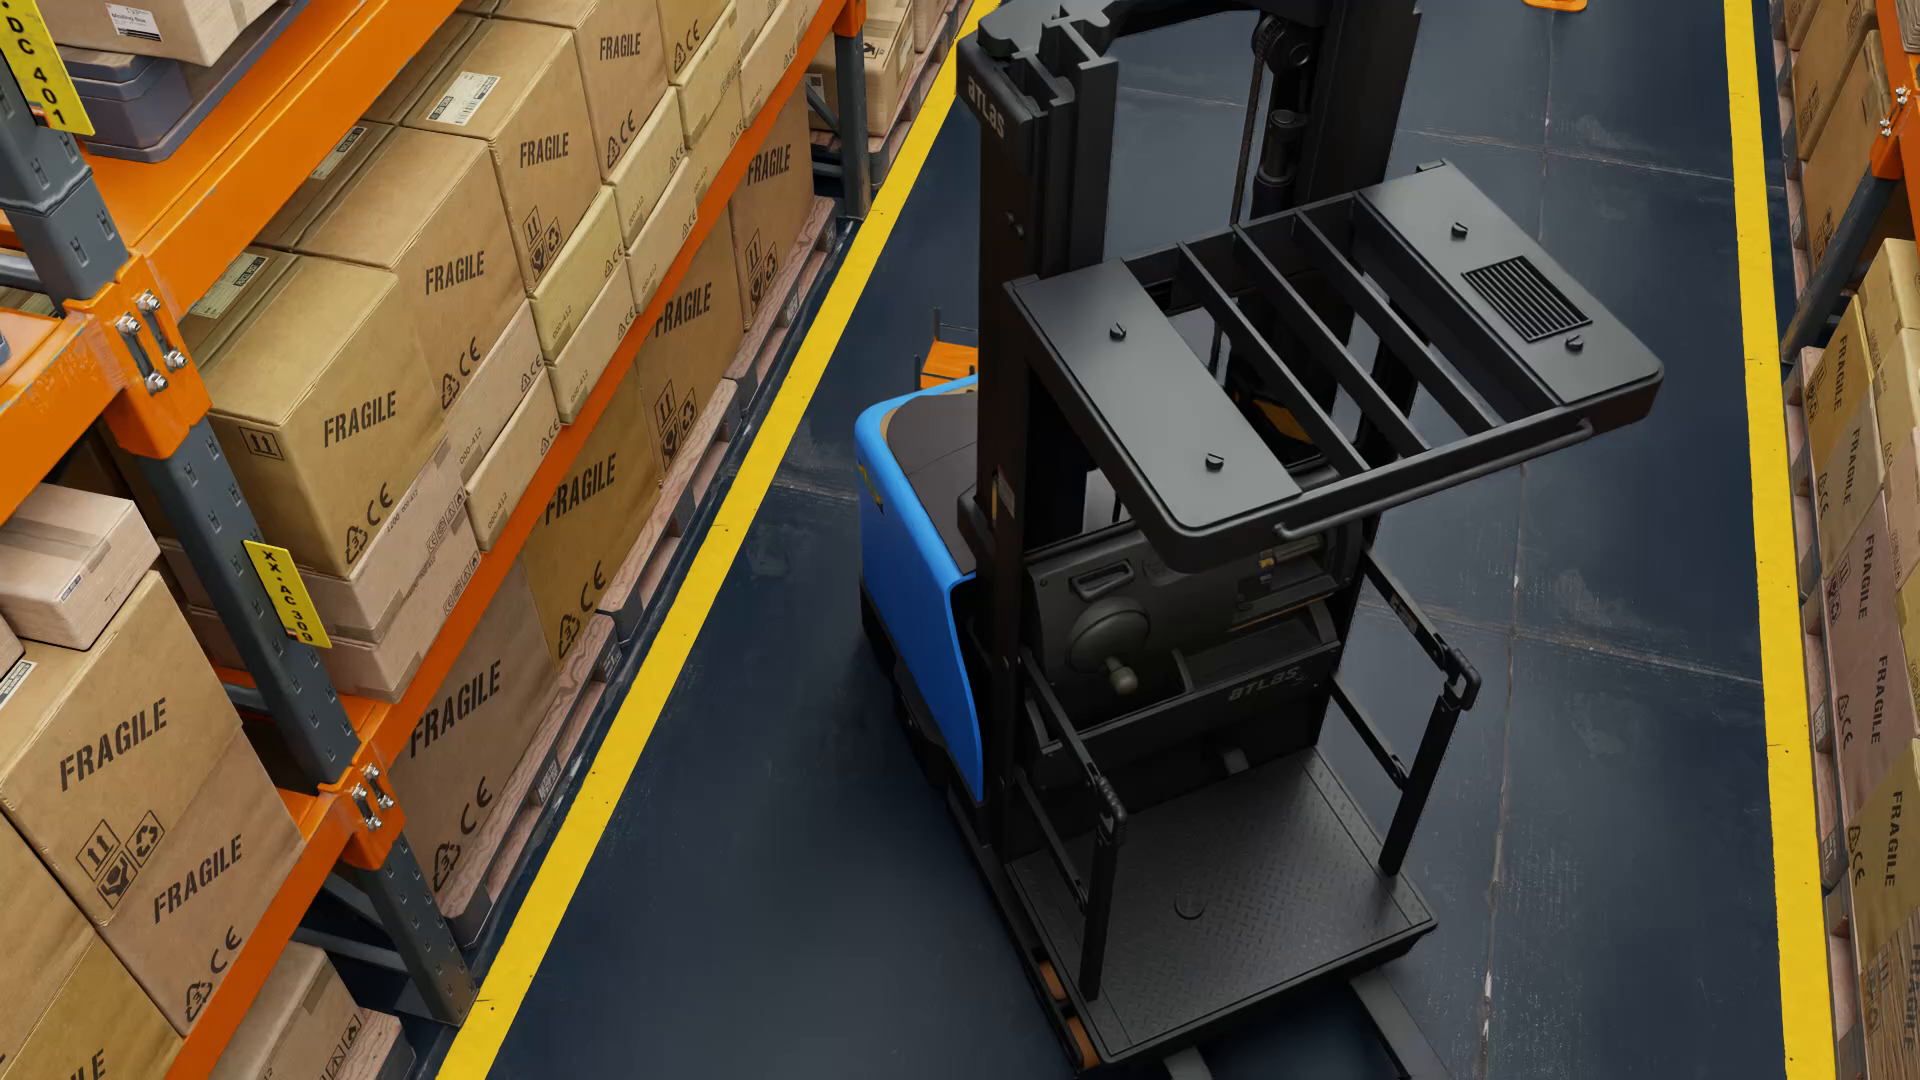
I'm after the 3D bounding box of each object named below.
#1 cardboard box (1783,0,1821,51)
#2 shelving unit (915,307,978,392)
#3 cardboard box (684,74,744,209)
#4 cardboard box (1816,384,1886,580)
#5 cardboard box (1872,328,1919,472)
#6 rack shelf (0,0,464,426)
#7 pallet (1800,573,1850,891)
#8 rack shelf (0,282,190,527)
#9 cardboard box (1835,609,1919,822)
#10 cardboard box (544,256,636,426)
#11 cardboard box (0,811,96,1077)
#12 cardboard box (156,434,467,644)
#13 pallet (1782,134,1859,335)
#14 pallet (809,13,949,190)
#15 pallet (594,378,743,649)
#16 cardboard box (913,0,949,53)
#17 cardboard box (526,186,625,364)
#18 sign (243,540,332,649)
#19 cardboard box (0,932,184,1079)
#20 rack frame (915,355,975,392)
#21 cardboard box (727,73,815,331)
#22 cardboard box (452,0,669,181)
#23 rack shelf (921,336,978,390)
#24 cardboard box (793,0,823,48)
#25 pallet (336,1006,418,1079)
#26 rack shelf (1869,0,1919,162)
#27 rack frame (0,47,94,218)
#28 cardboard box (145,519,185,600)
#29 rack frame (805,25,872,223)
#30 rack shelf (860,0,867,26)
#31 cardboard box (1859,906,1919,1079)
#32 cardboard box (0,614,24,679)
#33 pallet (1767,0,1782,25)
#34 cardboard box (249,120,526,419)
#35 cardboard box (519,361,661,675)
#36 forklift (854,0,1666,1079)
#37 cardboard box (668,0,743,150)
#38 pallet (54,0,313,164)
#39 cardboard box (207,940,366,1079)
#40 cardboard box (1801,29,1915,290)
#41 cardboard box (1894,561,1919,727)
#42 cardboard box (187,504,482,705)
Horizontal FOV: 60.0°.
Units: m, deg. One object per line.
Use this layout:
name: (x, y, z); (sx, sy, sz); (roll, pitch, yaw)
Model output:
cardboard box: (4.620, -2.791, 7.933); (1.050, 0.750, 0.750); (12, 50, 10)
shelving unit: (-0.021, -0.319, 5.830); (0.215, 1.050, 0.252); (11, 50, 9)
cardboard box: (-1.051, -1.370, 5.559); (0.500, 0.250, 0.500); (11, 50, 10)
cardboard box: (3.340, -0.153, 5.771); (0.500, 0.500, 0.500); (12, 50, 10)
cardboard box: (3.353, -0.409, 5.497); (0.500, 0.250, 0.500); (11, 49, 10)
rack shelf: (-1.428, -1.878, 4.386); (1.077, 0.370, 4.000); (12, 50, 10)
pallet: (3.371, 0.701, 5.491); (1.003, 0.211, 1.213); (12, 50, 10)
rack shelf: (-2.480, 1.015, 1.833); (1.077, 0.370, 4.000); (12, 50, 10)
cardboard box: (3.075, 0.589, 5.117); (0.500, 0.500, 0.500); (11, 49, 9)
cardboard box: (-1.298, -0.636, 4.910); (0.500, 0.250, 0.500); (11, 50, 10)
cardboard box: (-1.953, 0.720, 2.880); (0.500, 0.500, 0.500); (11, 49, 9)
cardboard box: (-1.566, -0.055, 4.065); (0.500, 0.250, 0.500); (10, 49, 9)
pallet: (4.181, -1.299, 7.256); (1.003, 0.211, 1.213); (12, 50, 10)
pallet: (-0.694, -2.213, 8.062); (1.003, 0.211, 1.213); (12, 50, 10)
pallet: (-1.504, -0.213, 6.297); (1.003, 0.211, 1.213); (12, 50, 10)
cardboard box: (-0.556, -2.782, 8.177); (0.950, 0.372, 0.625); (11, 49, 9)
cardboard box: (-1.297, -0.798, 4.720); (0.500, 0.250, 0.500); (12, 50, 11)
sign: (-1.418, 0.119, 3.514); (0.100, 0.325, 0.005); (12, 50, 10)
cardboard box: (-1.959, 1.049, 3.257); (0.500, 0.500, 0.500); (10, 49, 9)
rack frame: (-0.051, -0.230, 5.752); (0.200, 1.050, 0.008); (11, 50, 9)
cardboard box: (-1.163, -1.523, 6.731); (0.875, 0.875, 0.875); (11, 50, 10)
cardboard box: (-1.189, -1.413, 4.763); (0.500, 0.500, 0.500); (11, 49, 9)
rack shelf: (-0.020, -0.499, 5.625); (0.215, 0.259, 0.240); (11, 50, 9)
cardboard box: (-0.784, -2.104, 6.206); (0.500, 0.250, 0.500); (10, 49, 9)
pallet: (-2.230, 1.780, 4.538); (1.003, 0.211, 1.213); (12, 50, 10)
rack shelf: (4.427, -2.875, 7.267); (1.077, 0.370, 4.000); (12, 50, 10)
rack frame: (-1.954, -1.662, 1.715); (1.000, 3.000, 0.127); (12, 50, 10)
cardboard box: (-2.072, -0.160, 4.157); (0.500, 0.250, 0.500); (12, 50, 10)
rack frame: (-0.901, -2.570, 6.518); (1.000, 3.000, 0.127); (12, 50, 10)
rack shelf: (-0.375, -3.779, 8.064); (1.077, 0.370, 4.000); (12, 50, 10)
cardboard box: (2.800, 1.330, 4.463); (0.500, 0.500, 0.500); (11, 49, 9)
cardboard box: (-1.902, 0.199, 2.907); (0.380, 0.149, 0.250); (13, 50, 11)
pallet: (4.823, -3.064, 8.814); (1.003, 0.211, 1.213); (12, 50, 10)
cardboard box: (-1.454, -0.676, 4.112); (0.500, 0.500, 0.500); (11, 50, 10)
cardboard box: (-1.638, -0.232, 5.591); (0.875, 0.875, 0.875); (13, 50, 11)
forklift: (0.705, 0.204, 4.115); (1.130, 2.935, 3.031); (-18, 51, -15)
cardboard box: (-1.030, -1.540, 5.375); (0.500, 0.250, 0.500); (10, 49, 9)
pallet: (-1.760, -1.279, 3.505); (0.805, 0.209, 1.217); (10, 49, 9)
cardboard box: (-2.223, 1.465, 4.385); (0.875, 0.438, 0.875); (11, 49, 9)
cardboard box: (4.148, -1.484, 6.779); (1.050, 0.750, 0.750); (11, 49, 10)
cardboard box: (3.074, 0.324, 4.851); (0.500, 0.250, 0.500); (10, 49, 8)
cardboard box: (-1.583, 0.106, 4.255); (0.500, 0.250, 0.500); (11, 49, 9)
